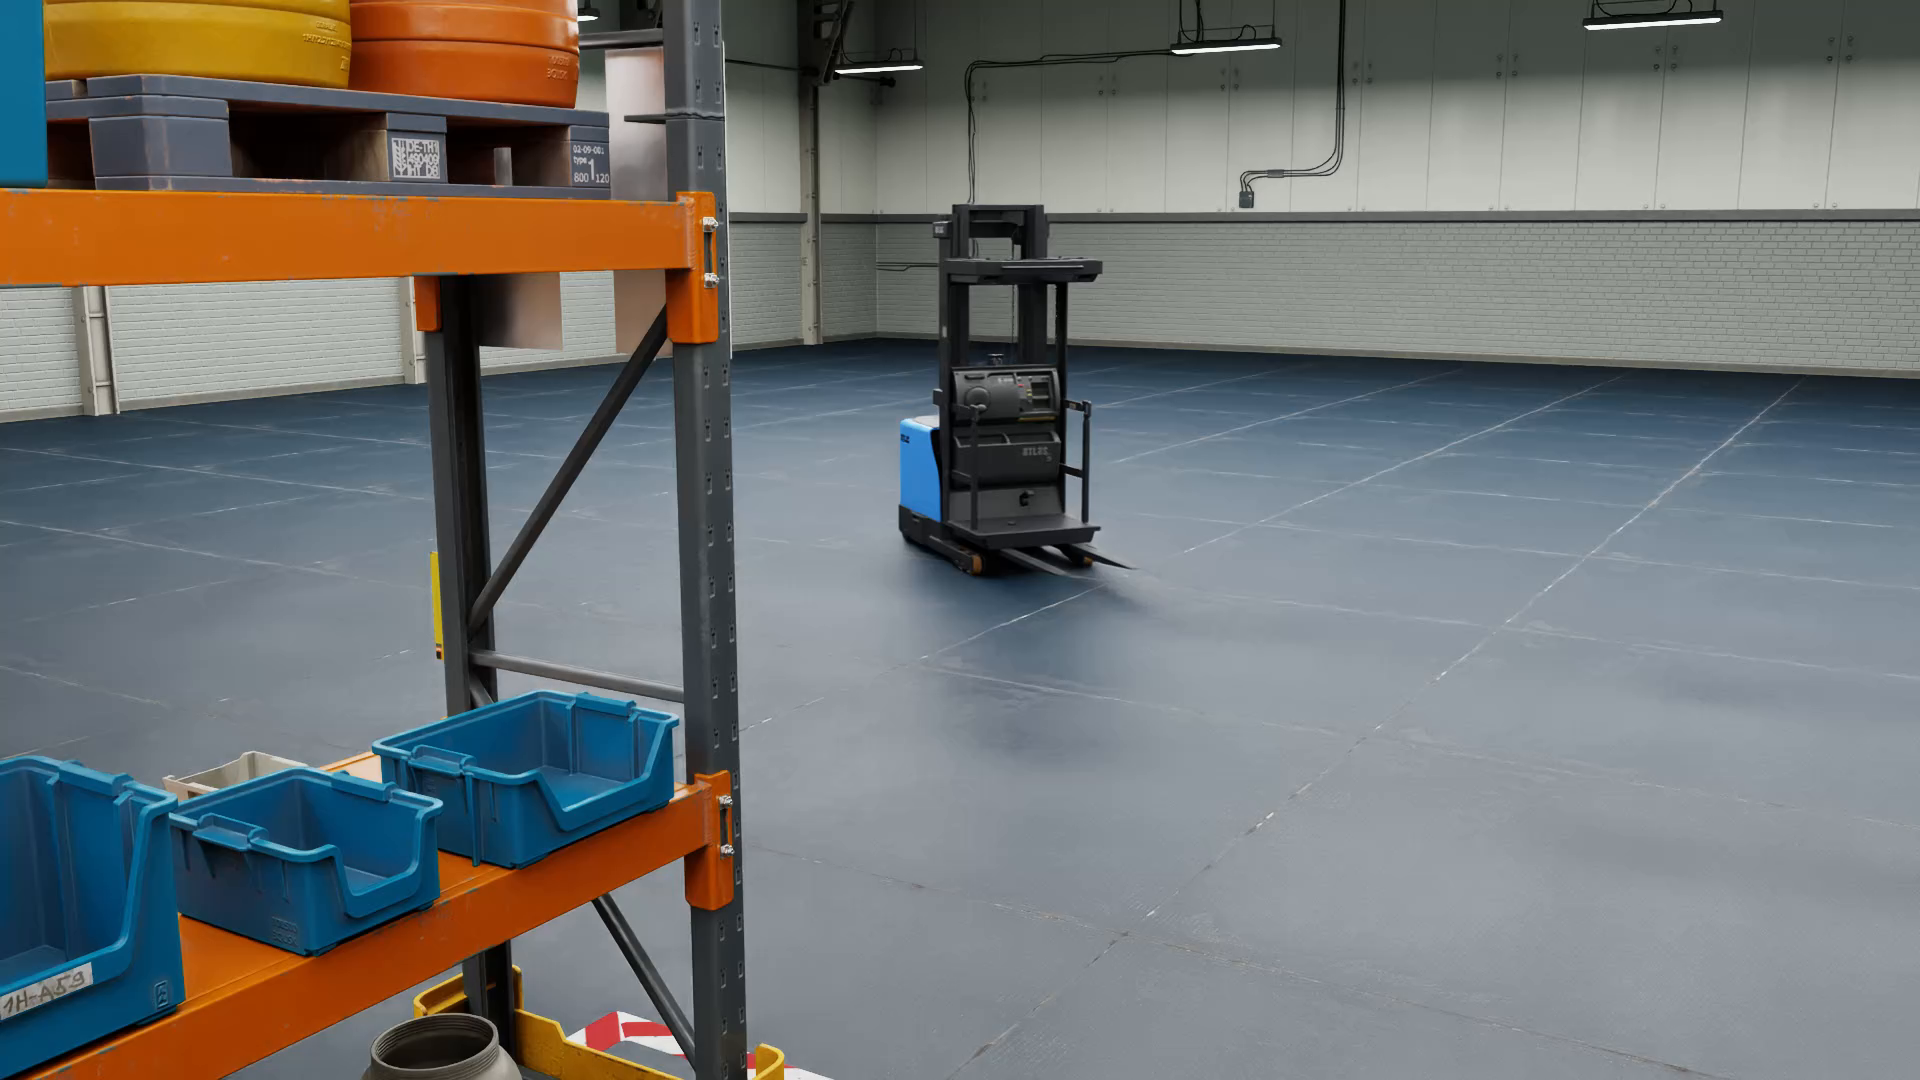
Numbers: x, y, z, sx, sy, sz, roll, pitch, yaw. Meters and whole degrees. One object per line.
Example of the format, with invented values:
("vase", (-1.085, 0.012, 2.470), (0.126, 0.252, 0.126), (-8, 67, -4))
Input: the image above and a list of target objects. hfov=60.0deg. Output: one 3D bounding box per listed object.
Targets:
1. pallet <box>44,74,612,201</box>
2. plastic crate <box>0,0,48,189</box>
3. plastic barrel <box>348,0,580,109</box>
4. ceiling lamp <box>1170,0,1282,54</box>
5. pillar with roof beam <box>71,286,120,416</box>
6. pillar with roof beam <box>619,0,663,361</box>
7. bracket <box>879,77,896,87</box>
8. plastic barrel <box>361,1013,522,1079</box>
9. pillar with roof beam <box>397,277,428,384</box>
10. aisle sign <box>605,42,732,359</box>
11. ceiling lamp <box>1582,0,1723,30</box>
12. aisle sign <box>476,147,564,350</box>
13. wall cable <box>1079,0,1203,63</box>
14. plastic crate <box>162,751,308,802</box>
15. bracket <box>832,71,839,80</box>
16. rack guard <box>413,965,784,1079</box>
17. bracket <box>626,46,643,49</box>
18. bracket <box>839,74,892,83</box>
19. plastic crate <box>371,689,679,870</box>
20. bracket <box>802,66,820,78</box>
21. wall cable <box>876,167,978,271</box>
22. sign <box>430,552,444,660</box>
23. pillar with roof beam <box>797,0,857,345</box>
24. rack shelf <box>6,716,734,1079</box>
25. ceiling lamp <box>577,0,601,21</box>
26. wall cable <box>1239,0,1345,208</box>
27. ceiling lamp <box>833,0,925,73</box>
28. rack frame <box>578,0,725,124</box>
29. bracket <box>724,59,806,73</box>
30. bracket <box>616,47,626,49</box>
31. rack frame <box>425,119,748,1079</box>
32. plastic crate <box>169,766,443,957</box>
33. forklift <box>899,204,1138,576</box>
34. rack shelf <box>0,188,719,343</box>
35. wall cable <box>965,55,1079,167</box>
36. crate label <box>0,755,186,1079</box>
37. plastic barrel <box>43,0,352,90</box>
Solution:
("pallet", (-1.562, -0.872, 3.739), (1.003, 0.211, 1.213), (6, 12, 31))
("plastic crate", (-1.781, -0.749, 2.612), (0.392, 0.384, 0.575), (6, 12, 31))
("plastic barrel", (-1.192, -1.415, 3.815), (0.600, 0.830, 0.708), (6, 12, 31))
("ceiling lamp", (4.817, -10.250, 29.304), (2.000, 3.185, 0.800), (6, 12, 31))
("pillar with roof beam", (-9.218, -5.907, 21.964), (9.100, 9.000, 0.400), (6, 12, 31))
("pillar with roof beam", (-2.988, -7.794, 32.045), (9.100, 9.000, 0.548), (6, 12, 31))
("bracket", (-1.803, -11.322, 41.110), (0.235, 0.232, 0.430), (6, 12, 31))
("plastic barrel", (-1.325, 1.516, 4.241), (0.421, 0.512, 0.421), (0, 11, 0))
("pillar with roof beam", (-6.103, -6.850, 27.005), (9.100, 9.000, 0.548), (6, 12, 31))
("aisle sign", (-0.757, -0.872, 4.312), (0.394, 0.787, 0.004), (6, 12, 31))
("ceiling lamp", (10.851, -9.576, 25.701), (2.000, 3.185, 0.800), (6, 12, 31))
("aisle sign", (-1.261, -0.929, 4.613), (0.394, 0.787, 0.004), (6, 12, 31))
("wall cable", (4.065, -12.123, 37.525), (3.097, 2.526, 0.112), (6, 12, 31))
("plastic crate", (-1.788, 0.628, 4.079), (0.298, 0.136, 0.250), (6, 12, 31))
("bracket", (-3.033, -10.949, 39.119), (0.235, 0.232, 0.430), (6, 12, 31))
("rack guard", (-1.048, 1.633, 4.785), (1.175, 0.500, 0.348), (6, 12, 31))
("bracket", (-6.579, -9.875, 33.381), (0.235, 0.232, 0.430), (6, 12, 31))
("bracket", (-2.109, -11.229, 40.613), (0.076, 0.066, 3.189), (6, 12, 31))
("plastic crate", (-1.053, 0.569, 4.083), (0.499, 0.251, 0.616), (6, 12, 31))
("bracket", (-3.464, -10.819, 38.421), (0.235, 0.232, 0.430), (6, 12, 31))
("wall cable", (-0.892, -7.959, 41.368), (3.097, 2.526, 0.112), (6, 12, 31))
("sign", (-1.516, 0.199, 4.902), (0.100, 0.325, 0.005), (6, 12, 31))
("pillar with roof beam", (0.127, -8.737, 37.085), (9.100, 9.000, 0.548), (6, 12, 31))
("rack shelf", (-2.087, 1.057, 3.029), (1.077, 0.370, 4.000), (6, 12, 31))
("ceiling lamp", (-6.229, -9.524, 25.422), (2.000, 3.185, 0.800), (6, 12, 31))
("wall cable", (7.213, -10.248, 35.912), (2.305, 6.003, 0.169), (6, 12, 31))
("ceiling lamp", (-1.499, -10.956, 33.075), (2.000, 3.185, 0.800), (6, 12, 31))
("rack frame", (-1.048, -2.560, 4.091), (1.000, 3.000, 0.127), (6, 12, 31))
("bracket", (-4.802, -10.414, 36.257), (0.076, 0.066, 4.783), (6, 12, 31))
("bracket", (-7.917, -9.470, 31.217), (0.076, 0.066, 4.783), (6, 12, 31))
("rack frame", (-1.048, 0.388, 4.643), (1.000, 3.000, 0.127), (6, 12, 31))
("plastic crate", (-1.395, 0.670, 3.541), (0.499, 0.251, 0.408), (6, 12, 31))
("forklift", (0.471, -1.246, 13.561), (1.130, 2.935, 3.031), (-4, 11, -22))
("rack shelf", (-2.087, -0.418, 2.753), (1.077, 0.370, 4.000), (6, 12, 31))
("wall cable", (1.420, -10.183, 39.523), (3.097, 2.526, 0.112), (6, 12, 31))
("crate label", (-1.773, 0.686, 2.955), (0.502, 0.435, 0.616), (6, 12, 31))
("plastic barrel", (-1.532, -1.194, 3.288), (0.600, 0.588, 0.600), (0, 11, 0))
